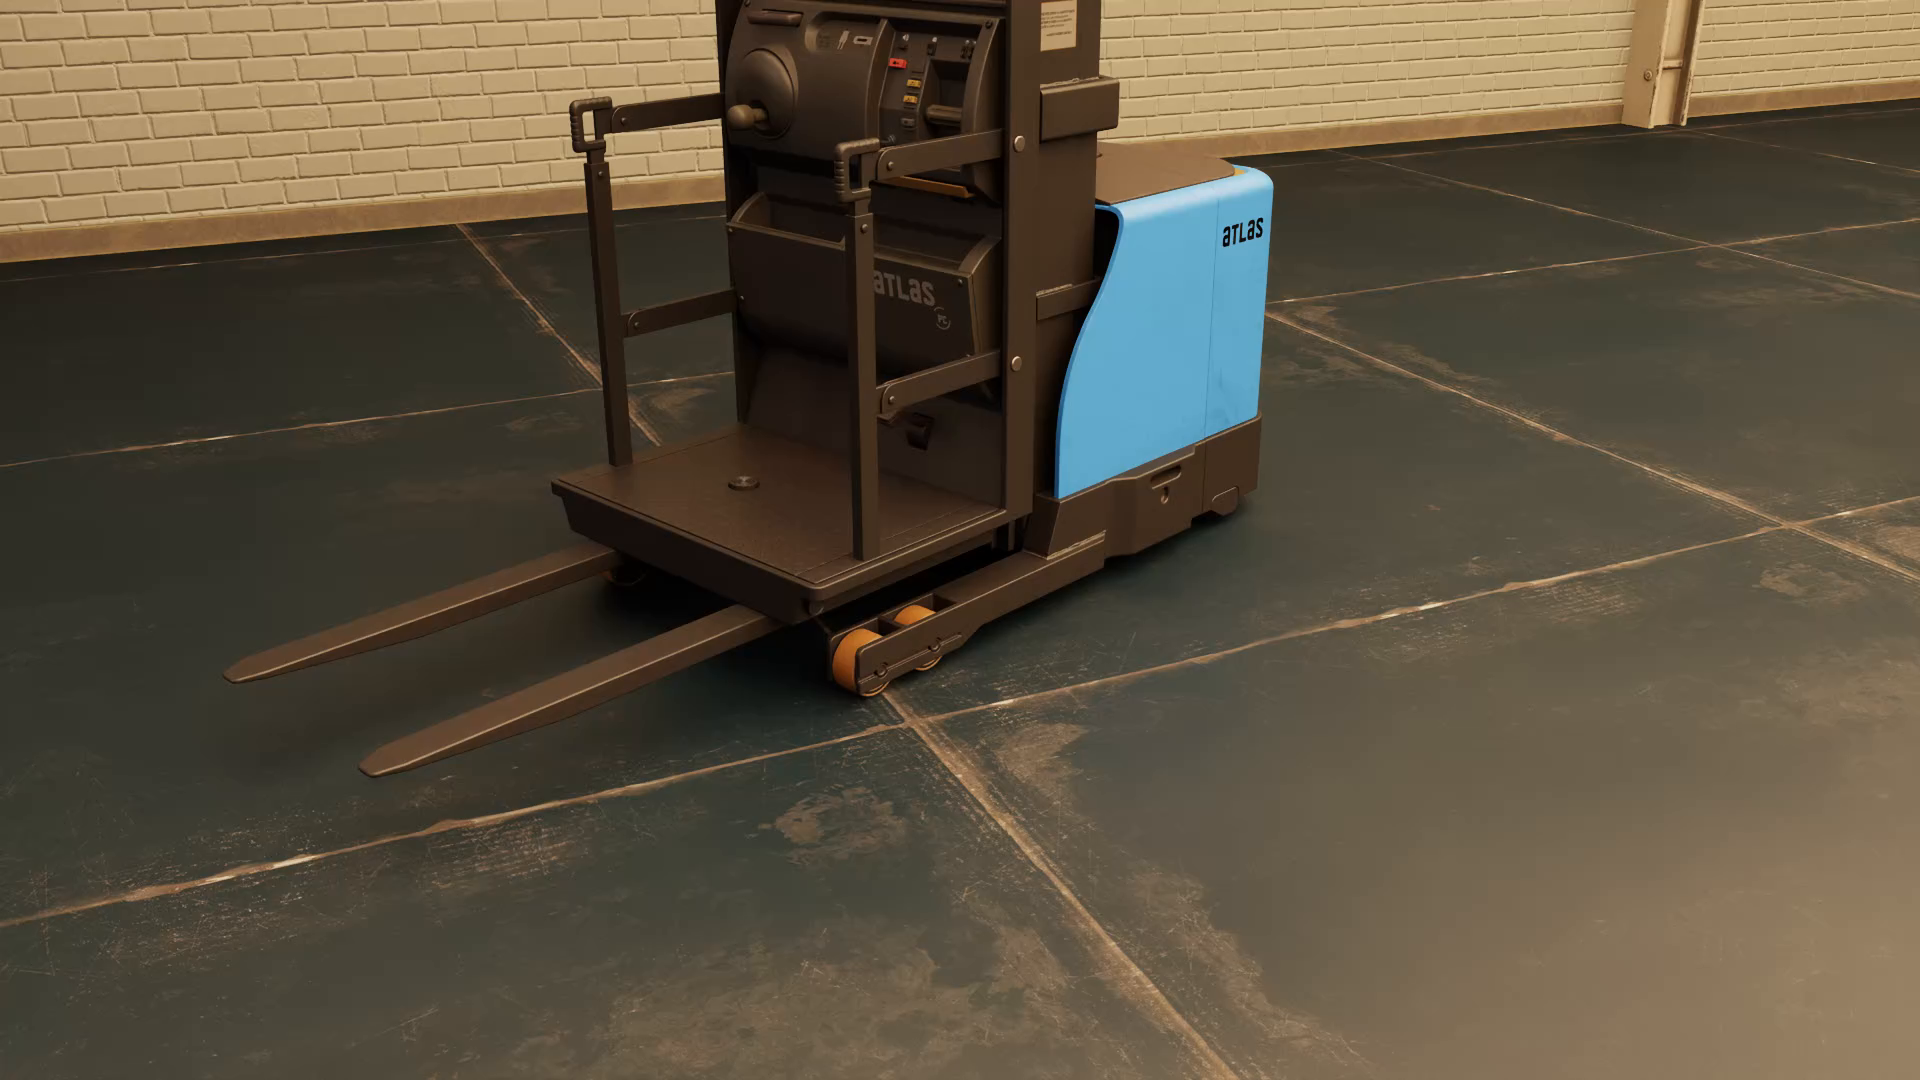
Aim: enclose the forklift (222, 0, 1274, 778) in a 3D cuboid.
[{"bbox_3d":[-0.413,-1.182,4.131,1.130,2.935,3.031,19,29,39],"label":"forklift"}]
